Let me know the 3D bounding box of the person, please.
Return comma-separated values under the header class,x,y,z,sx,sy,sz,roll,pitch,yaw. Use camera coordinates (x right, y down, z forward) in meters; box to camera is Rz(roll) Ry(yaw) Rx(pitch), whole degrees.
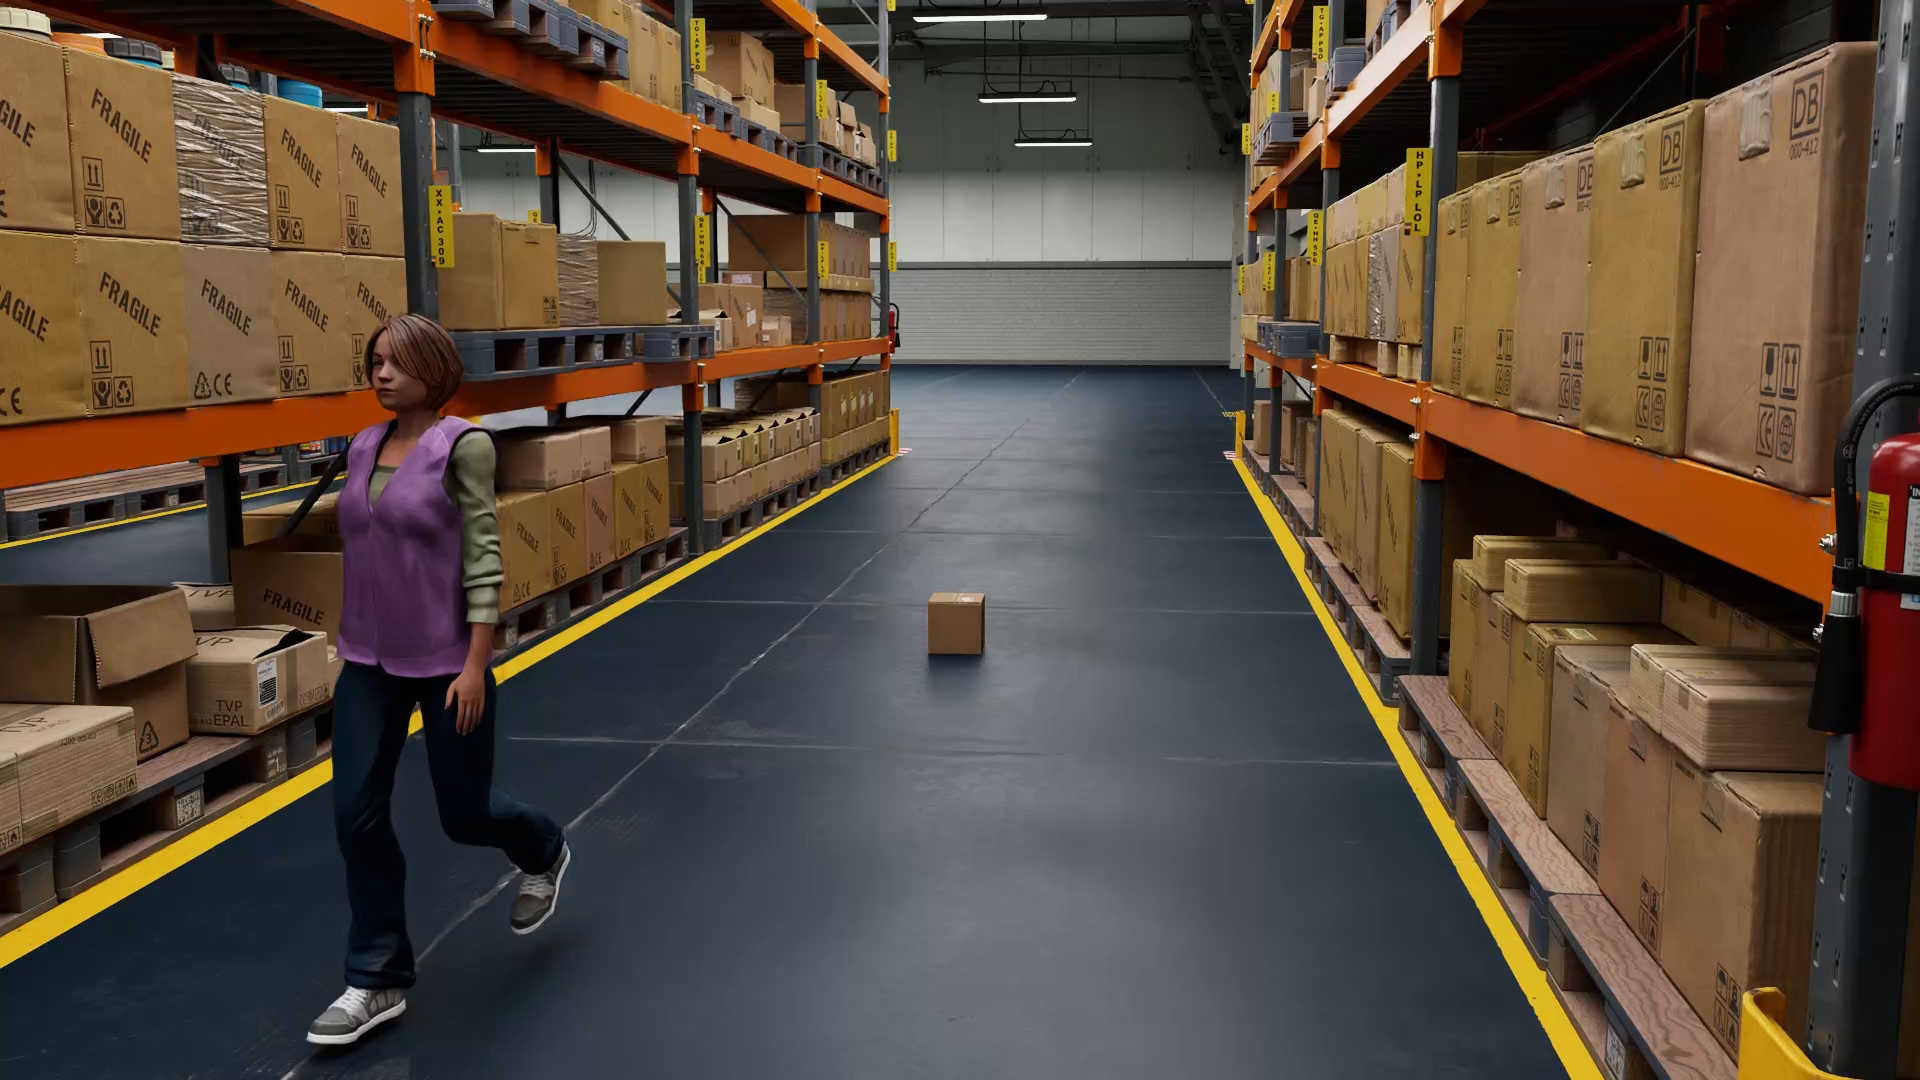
class,x,y,z,sx,sy,sz,roll,pitch,yaw
person,-1.187,0.281,3.787,0.412,1.553,0.788,3,8,18
